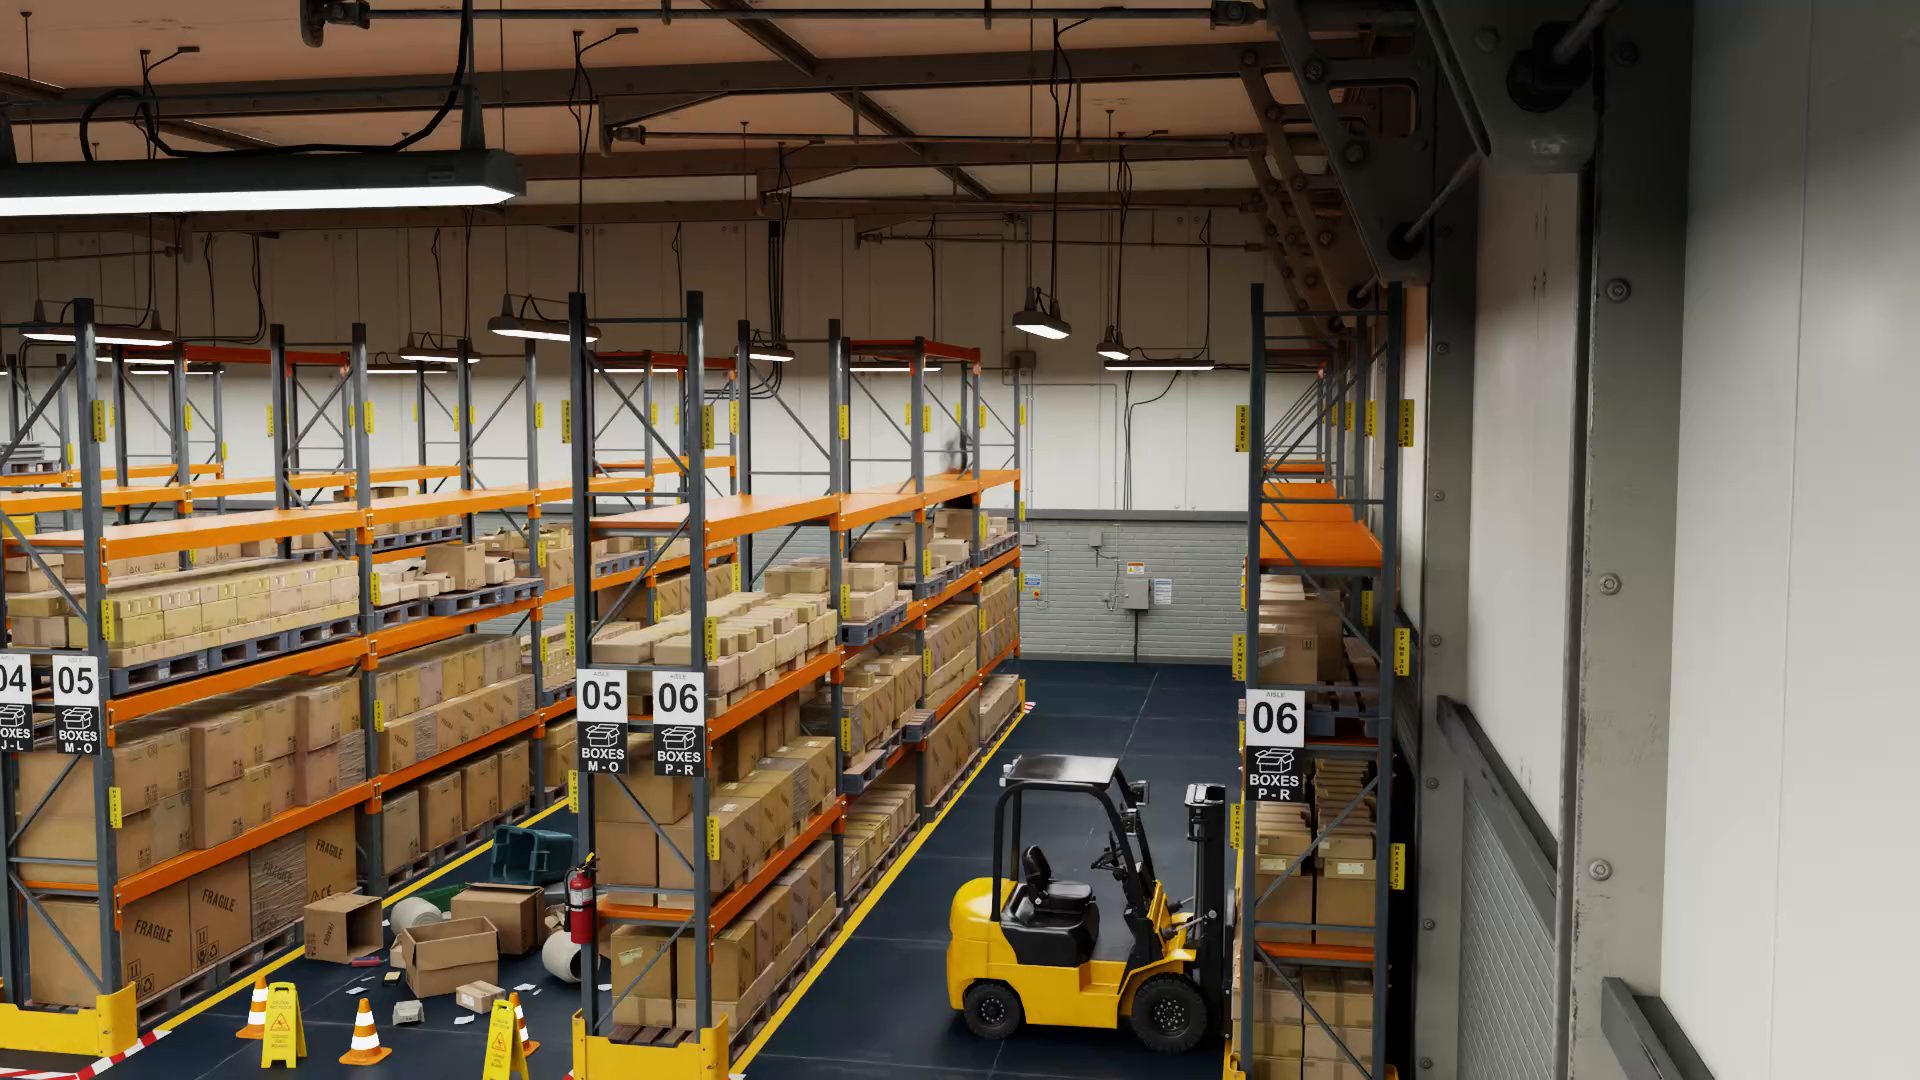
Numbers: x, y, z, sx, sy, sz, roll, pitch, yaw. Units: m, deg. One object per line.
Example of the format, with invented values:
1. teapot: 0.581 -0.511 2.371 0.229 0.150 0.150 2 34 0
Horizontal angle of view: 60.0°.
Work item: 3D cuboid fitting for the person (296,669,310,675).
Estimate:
1. person: -8.810 2.468 22.216 0.653 1.760 0.951 0 5 5
